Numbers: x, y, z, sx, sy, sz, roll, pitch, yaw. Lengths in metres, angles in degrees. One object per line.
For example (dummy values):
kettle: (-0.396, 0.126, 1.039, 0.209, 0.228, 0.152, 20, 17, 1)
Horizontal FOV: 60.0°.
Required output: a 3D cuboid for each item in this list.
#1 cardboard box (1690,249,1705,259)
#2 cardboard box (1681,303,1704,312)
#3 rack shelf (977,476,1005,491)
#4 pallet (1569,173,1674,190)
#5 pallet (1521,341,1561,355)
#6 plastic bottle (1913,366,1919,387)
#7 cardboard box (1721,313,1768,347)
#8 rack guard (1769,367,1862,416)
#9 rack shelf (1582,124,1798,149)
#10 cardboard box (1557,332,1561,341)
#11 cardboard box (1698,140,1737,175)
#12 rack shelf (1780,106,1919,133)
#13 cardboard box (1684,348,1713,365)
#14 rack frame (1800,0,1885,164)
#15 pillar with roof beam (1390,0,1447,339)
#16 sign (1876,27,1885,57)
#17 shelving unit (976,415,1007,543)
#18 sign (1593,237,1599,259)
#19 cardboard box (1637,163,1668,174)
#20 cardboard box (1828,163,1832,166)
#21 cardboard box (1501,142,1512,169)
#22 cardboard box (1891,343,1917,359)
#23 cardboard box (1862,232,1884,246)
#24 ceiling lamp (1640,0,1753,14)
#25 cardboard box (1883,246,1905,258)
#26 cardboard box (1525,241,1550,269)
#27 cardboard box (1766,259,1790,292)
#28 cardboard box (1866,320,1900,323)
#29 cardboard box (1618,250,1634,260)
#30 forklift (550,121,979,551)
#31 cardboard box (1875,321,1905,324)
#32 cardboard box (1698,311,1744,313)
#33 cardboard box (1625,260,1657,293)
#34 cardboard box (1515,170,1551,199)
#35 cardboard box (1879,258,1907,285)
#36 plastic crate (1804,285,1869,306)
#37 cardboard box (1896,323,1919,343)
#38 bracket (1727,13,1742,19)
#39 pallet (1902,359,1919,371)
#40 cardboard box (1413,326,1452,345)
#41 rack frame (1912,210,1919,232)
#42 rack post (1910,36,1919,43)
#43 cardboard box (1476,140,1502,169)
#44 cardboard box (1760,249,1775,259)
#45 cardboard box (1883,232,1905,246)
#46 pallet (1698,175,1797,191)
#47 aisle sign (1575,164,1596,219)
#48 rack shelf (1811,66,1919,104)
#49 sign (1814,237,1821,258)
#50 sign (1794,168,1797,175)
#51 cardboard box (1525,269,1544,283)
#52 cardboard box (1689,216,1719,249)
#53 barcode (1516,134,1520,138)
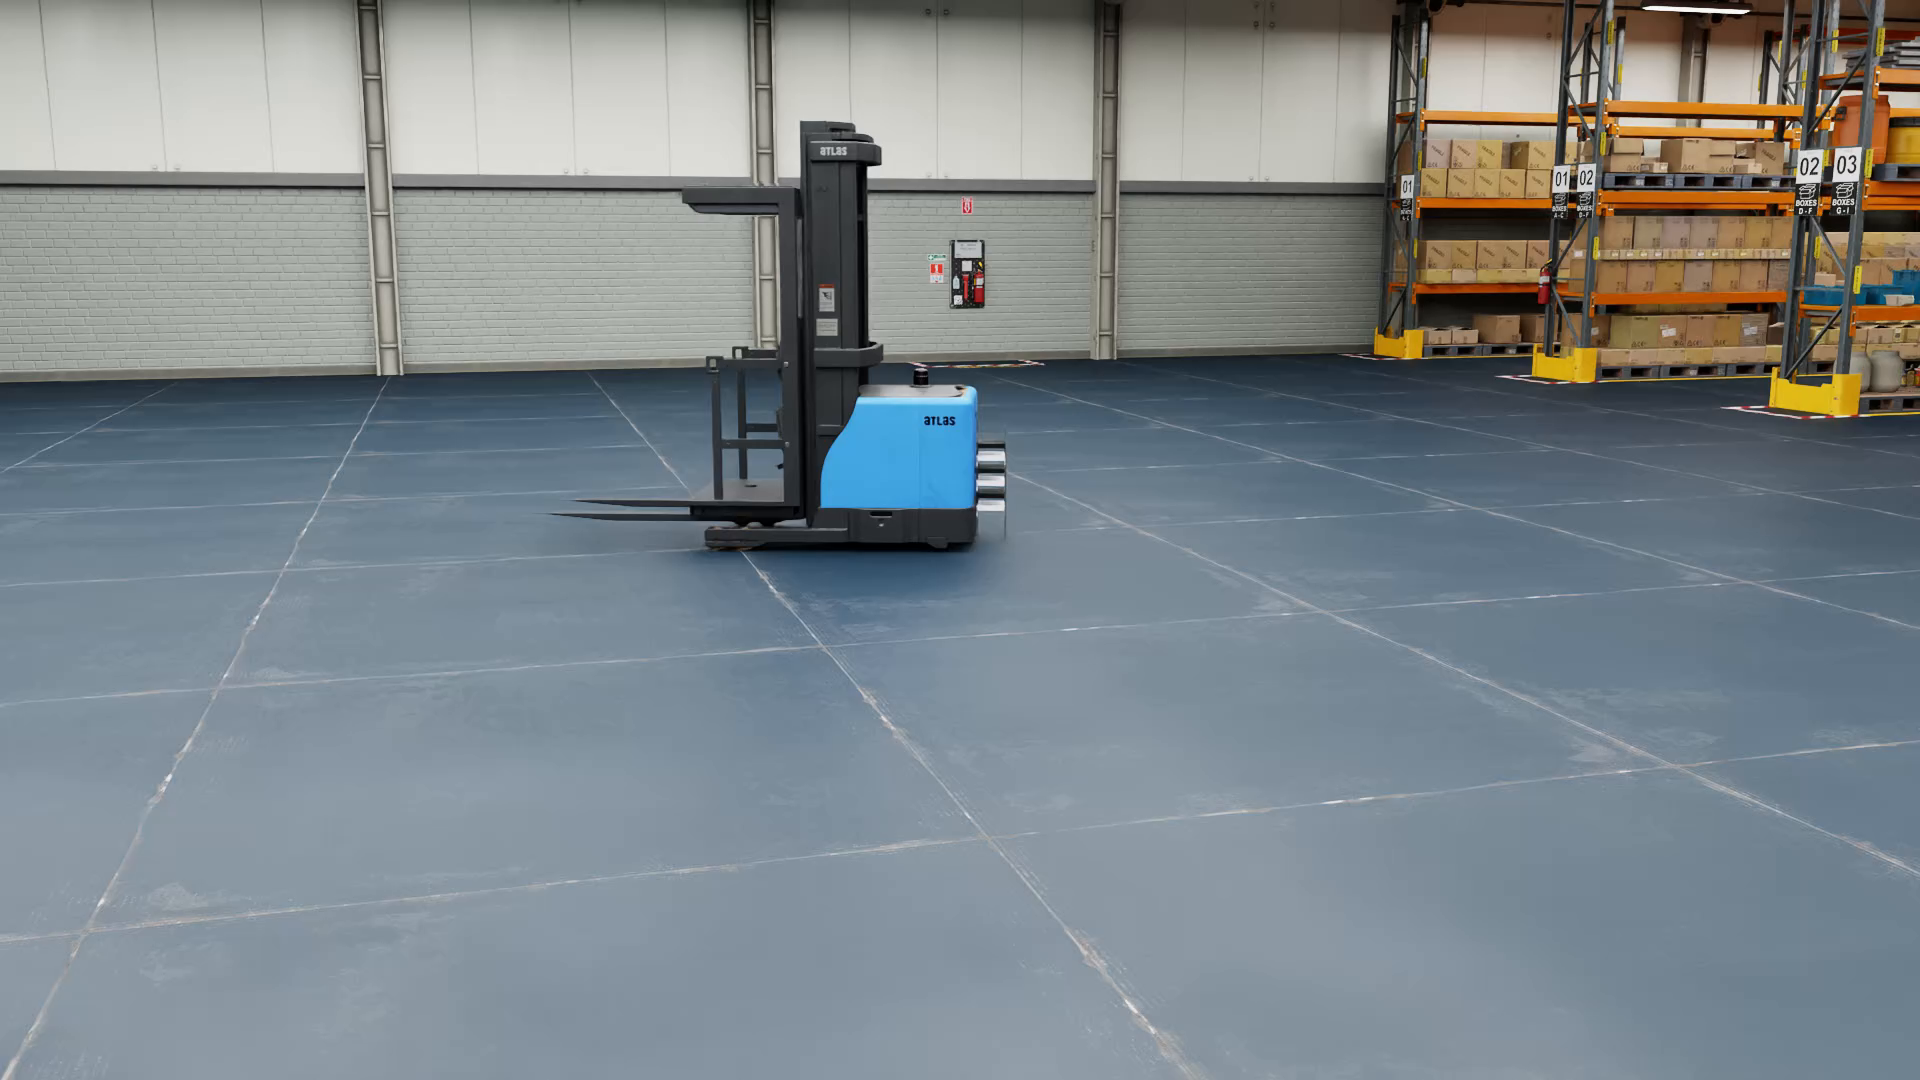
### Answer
cardboard box: (11.174, -4.378, 25.477, 0.250, 0.149, 0.380, -3, 11, -15)
cardboard box: (13.820, -4.481, 31.722, 0.500, 0.250, 0.500, -3, 11, -16)
rack shelf: (0.226, -0.407, 11.958, 0.200, 0.077, 0.258, 0, 10, 3)
pallet: (9.947, -5.413, 25.125, 1.213, 0.211, 1.003, -3, 11, -16)
pallet: (11.078, -3.602, 31.029, 1.213, 0.211, 1.003, -3, 11, -16)
plastic bottle: (12.532, -2.143, 21.709, 0.135, 0.276, 0.152, -3, 11, -16)
cardboard box: (12.234, -3.291, 26.001, 0.500, 0.500, 0.500, -3, 11, -16)
rack guard: (10.702, -1.872, 20.832, 0.348, 0.500, 1.175, -3, 11, -16)
rack shelf: (13.634, -7.515, 31.102, 4.000, 0.370, 1.077, -3, 11, -16)
cardboard box: (11.208, -3.804, 31.036, 0.250, 0.166, 0.380, -5, 11, -23)
cardboard box: (11.485, -5.892, 25.653, 0.637, 0.503, 0.797, -2, 11, -10)
rack shelf: (15.022, -6.654, 26.426, 4.000, 0.370, 1.077, -3, 11, -16)
cardboard box: (11.279, -2.868, 25.777, 0.500, 0.250, 0.500, -3, 11, -16)
rack frame: (10.642, -6.039, 19.997, 0.127, 3.000, 1.000, -3, 11, -16)
pillar with roof beam: (9.506, -7.199, 26.296, 0.548, 9.000, 9.100, -3, 11, -16)
sign: (10.791, -5.841, 19.495, 0.005, 0.325, 0.100, -3, 11, -16)
shelving unit: (0.226, -0.440, 11.952, 0.210, 0.900, 0.258, 0, 10, 3)
sign: (9.410, -4.318, 24.607, 0.005, 0.325, 0.100, -3, 11, -16)
cardboard box: (10.440, -5.606, 25.076, 0.250, 0.149, 0.380, -3, 11, -16)
cardboard box: (13.696, -5.790, 26.182, 0.500, 0.250, 0.500, -2, 11, -10)
cardboard box: (9.699, -6.979, 30.293, 0.500, 0.500, 0.500, -3, 11, -16)
cardboard box: (15.034, -3.062, 26.829, 0.500, 0.250, 0.500, -3, 11, -15)
cardboard box: (17.545, -5.848, 32.306, 0.500, 0.250, 0.500, -3, 11, -17)
ceiling lamp: (12.368, -10.340, 27.236, 2.000, 3.185, 0.800, -3, 11, -16)
cardboard box: (18.050, -5.505, 32.511, 0.500, 0.500, 0.500, -3, 11, -16)
cardboard box: (10.382, -5.191, 30.246, 0.500, 0.500, 0.500, -3, 11, -18)
cardboard box: (12.677, -4.178, 26.181, 0.500, 0.500, 0.700, -3, 11, -17)
cardboard box: (17.954, -4.467, 32.802, 0.750, 0.750, 0.750, -3, 11, -14)
cardboard box: (9.951, -4.315, 25.130, 0.250, 0.149, 0.380, -3, 11, -17)
forklift: (-1.394, -1.458, 11.870, 3.031, 2.935, 1.130, 0, 10, 3)
cardboard box: (15.365, -3.456, 27.421, 0.500, 0.311, 0.500, -3, 11, -17)
cardboard box: (12.091, -3.380, 26.484, 0.500, 0.500, 0.500, -3, 11, -16)
cardboard box: (10.216, -4.048, 25.474, 0.500, 0.500, 0.700, -3, 11, -14)
cardboard box: (10.287, -6.421, 30.025, 0.500, 0.500, 0.500, -3, 11, -18)
cardboard box: (14.830, -4.290, 26.787, 0.500, 0.500, 0.500, -3, 11, -16)
plastic crate: (11.039, -3.093, 20.974, 0.616, 0.251, 0.499, -3, 11, -16)
cardboard box: (15.525, -3.363, 26.916, 0.500, 0.311, 0.500, -3, 11, -16)
bracket: (14.562, -9.980, 31.463, 0.430, 0.232, 0.235, -3, 11, -16)
pallet: (14.972, -2.888, 27.149, 1.213, 0.211, 1.003, -3, 11, -16)
cardboard box: (8.562, -3.724, 30.204, 0.500, 0.311, 0.500, -4, 11, -22)
rack frame: (19.395, -5.418, 33.194, 0.127, 3.000, 1.000, -3, 11, -16)
rack post: (12.493, -6.106, 20.566, 0.954, 0.300, 0.937, -3, 11, -17)
cardboard box: (9.295, -6.859, 29.640, 0.500, 0.500, 0.500, -3, 11, -14)
cardboard box: (12.412, -4.444, 25.833, 0.250, 0.149, 0.380, -3, 11, -18)
cardboard box: (18.034, -5.874, 32.446, 0.500, 0.250, 0.500, -3, 11, -15)
pallet: (12.290, -5.536, 25.795, 1.213, 0.211, 1.003, -3, 11, -16)
aisle sign: (9.283, -5.172, 24.676, 0.004, 0.787, 0.394, -3, 11, -16)
rack shelf: (12.562, -5.590, 20.648, 4.000, 0.370, 1.077, -3, 11, -16)
sign: (13.258, -4.521, 25.709, 0.005, 0.325, 0.100, -3, 11, -16)
sign: (15.704, -6.851, 31.263, 0.005, 0.325, 0.100, -3, 11, -16)
cardboard box: (10.384, -4.821, 30.308, 0.500, 0.250, 0.500, -3, 11, -16)
cardboard box: (11.232, -4.740, 25.649, 0.500, 0.500, 0.700, -3, 11, -16)
barcode: (10.259, -7.427, 30.575, 0.075, 0.075, 0.001, -3, 11, -16)
